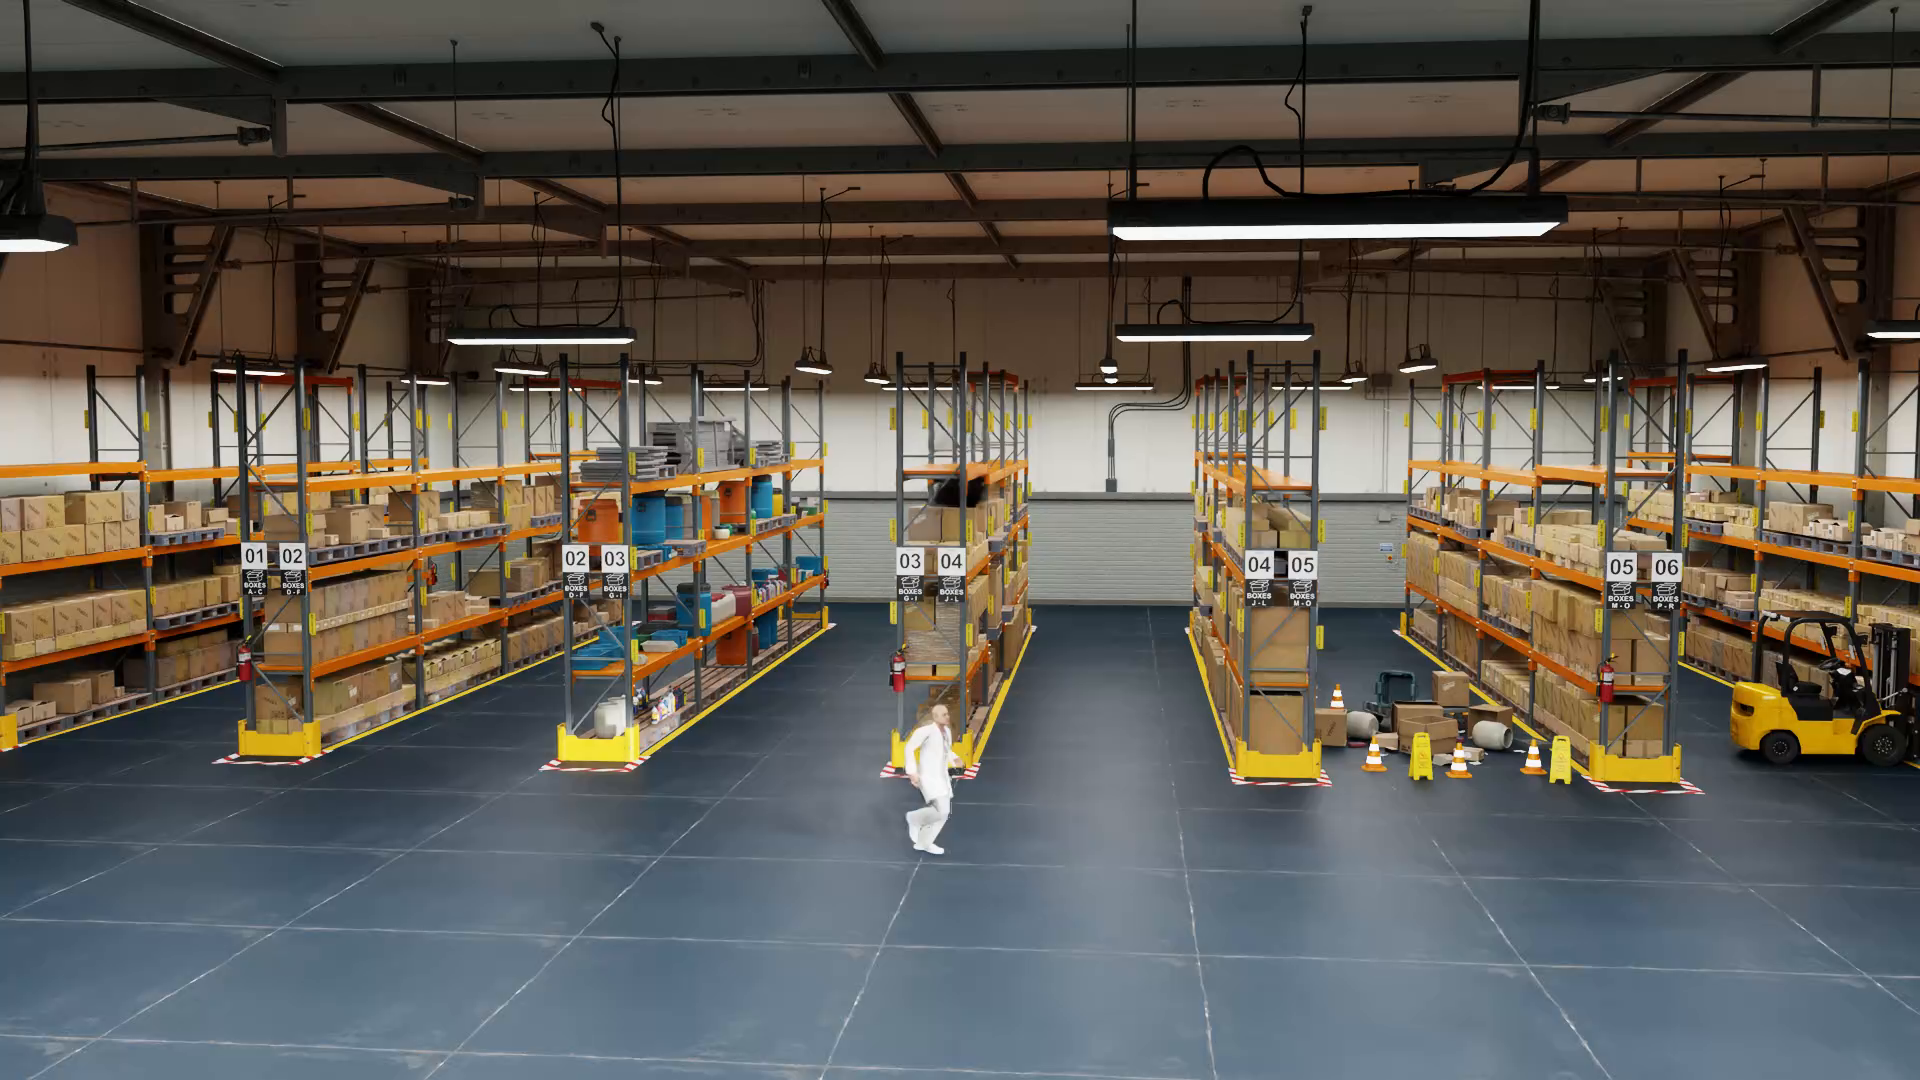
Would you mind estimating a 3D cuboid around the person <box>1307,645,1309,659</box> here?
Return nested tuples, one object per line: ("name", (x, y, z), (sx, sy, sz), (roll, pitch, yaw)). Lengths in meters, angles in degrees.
("person", (7.115, 1.666, 34.748), (0.598, 1.697, 0.919), (0, 4, -1))

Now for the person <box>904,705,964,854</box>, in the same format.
("person", (-0.280, 2.781, 19.275), (0.671, 1.717, 0.702), (3, 5, 34))
